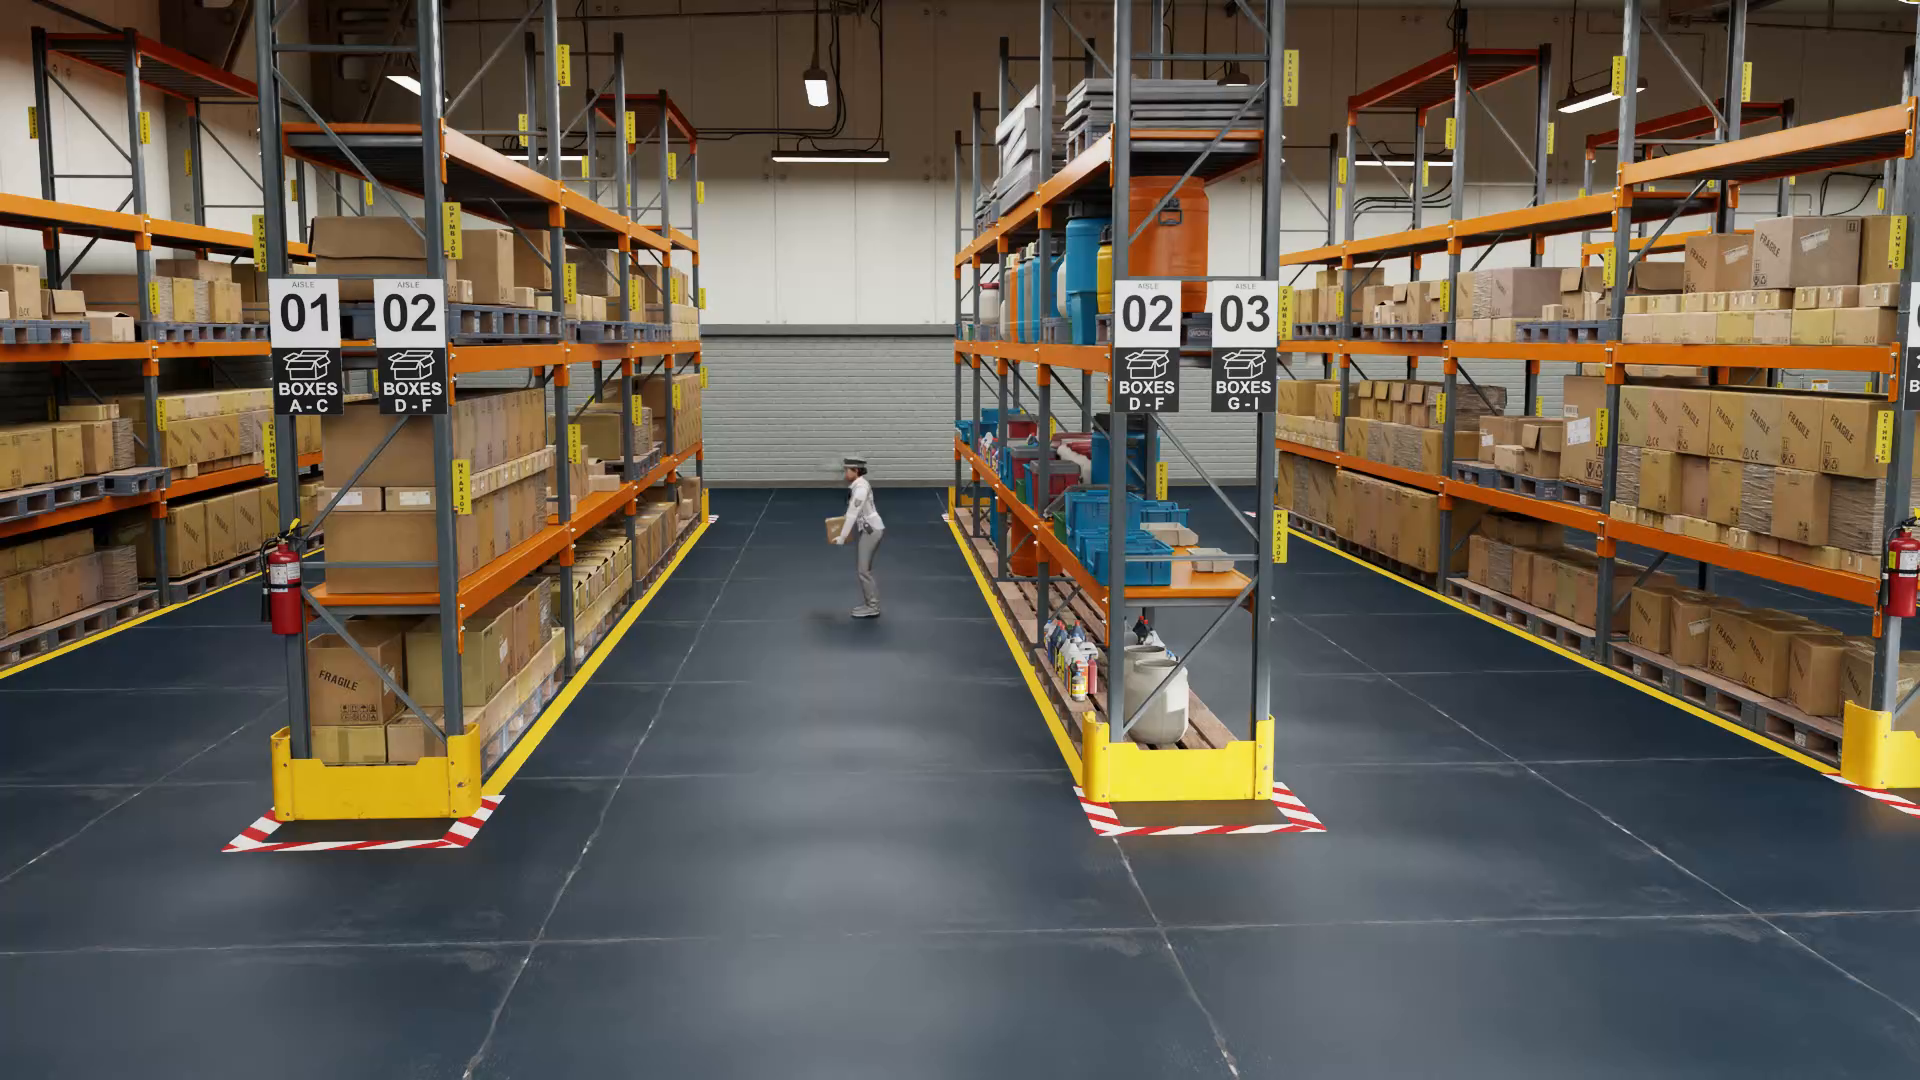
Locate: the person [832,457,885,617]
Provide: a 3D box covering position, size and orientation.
[{"bbox_3d":[-1.050,-0.038,17.163,0.549,1.648,0.414,-1,7,-5],"label":"person"}]
